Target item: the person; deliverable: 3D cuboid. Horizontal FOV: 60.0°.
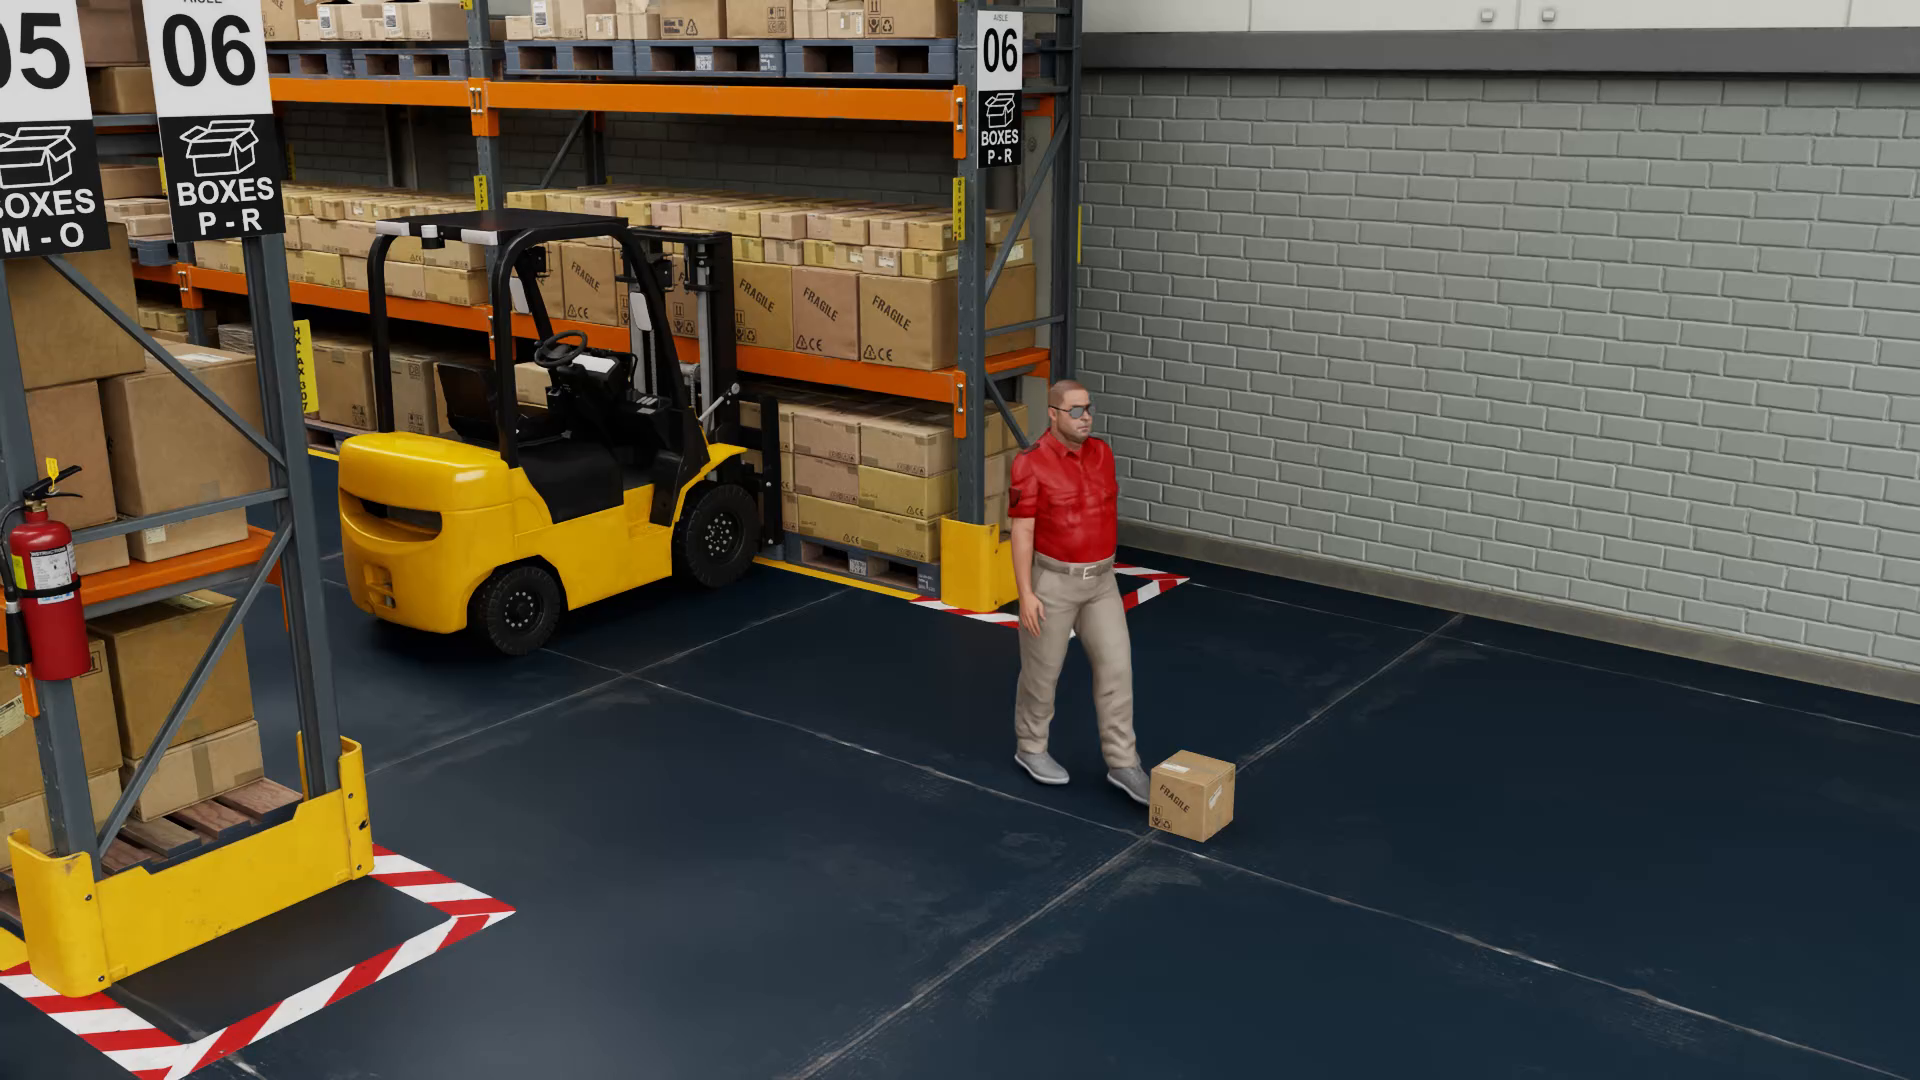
[{"bbox_3d":[0.514,0.219,6.792,0.547,1.714,0.726,-10,19,-30],"label":"person"}]
